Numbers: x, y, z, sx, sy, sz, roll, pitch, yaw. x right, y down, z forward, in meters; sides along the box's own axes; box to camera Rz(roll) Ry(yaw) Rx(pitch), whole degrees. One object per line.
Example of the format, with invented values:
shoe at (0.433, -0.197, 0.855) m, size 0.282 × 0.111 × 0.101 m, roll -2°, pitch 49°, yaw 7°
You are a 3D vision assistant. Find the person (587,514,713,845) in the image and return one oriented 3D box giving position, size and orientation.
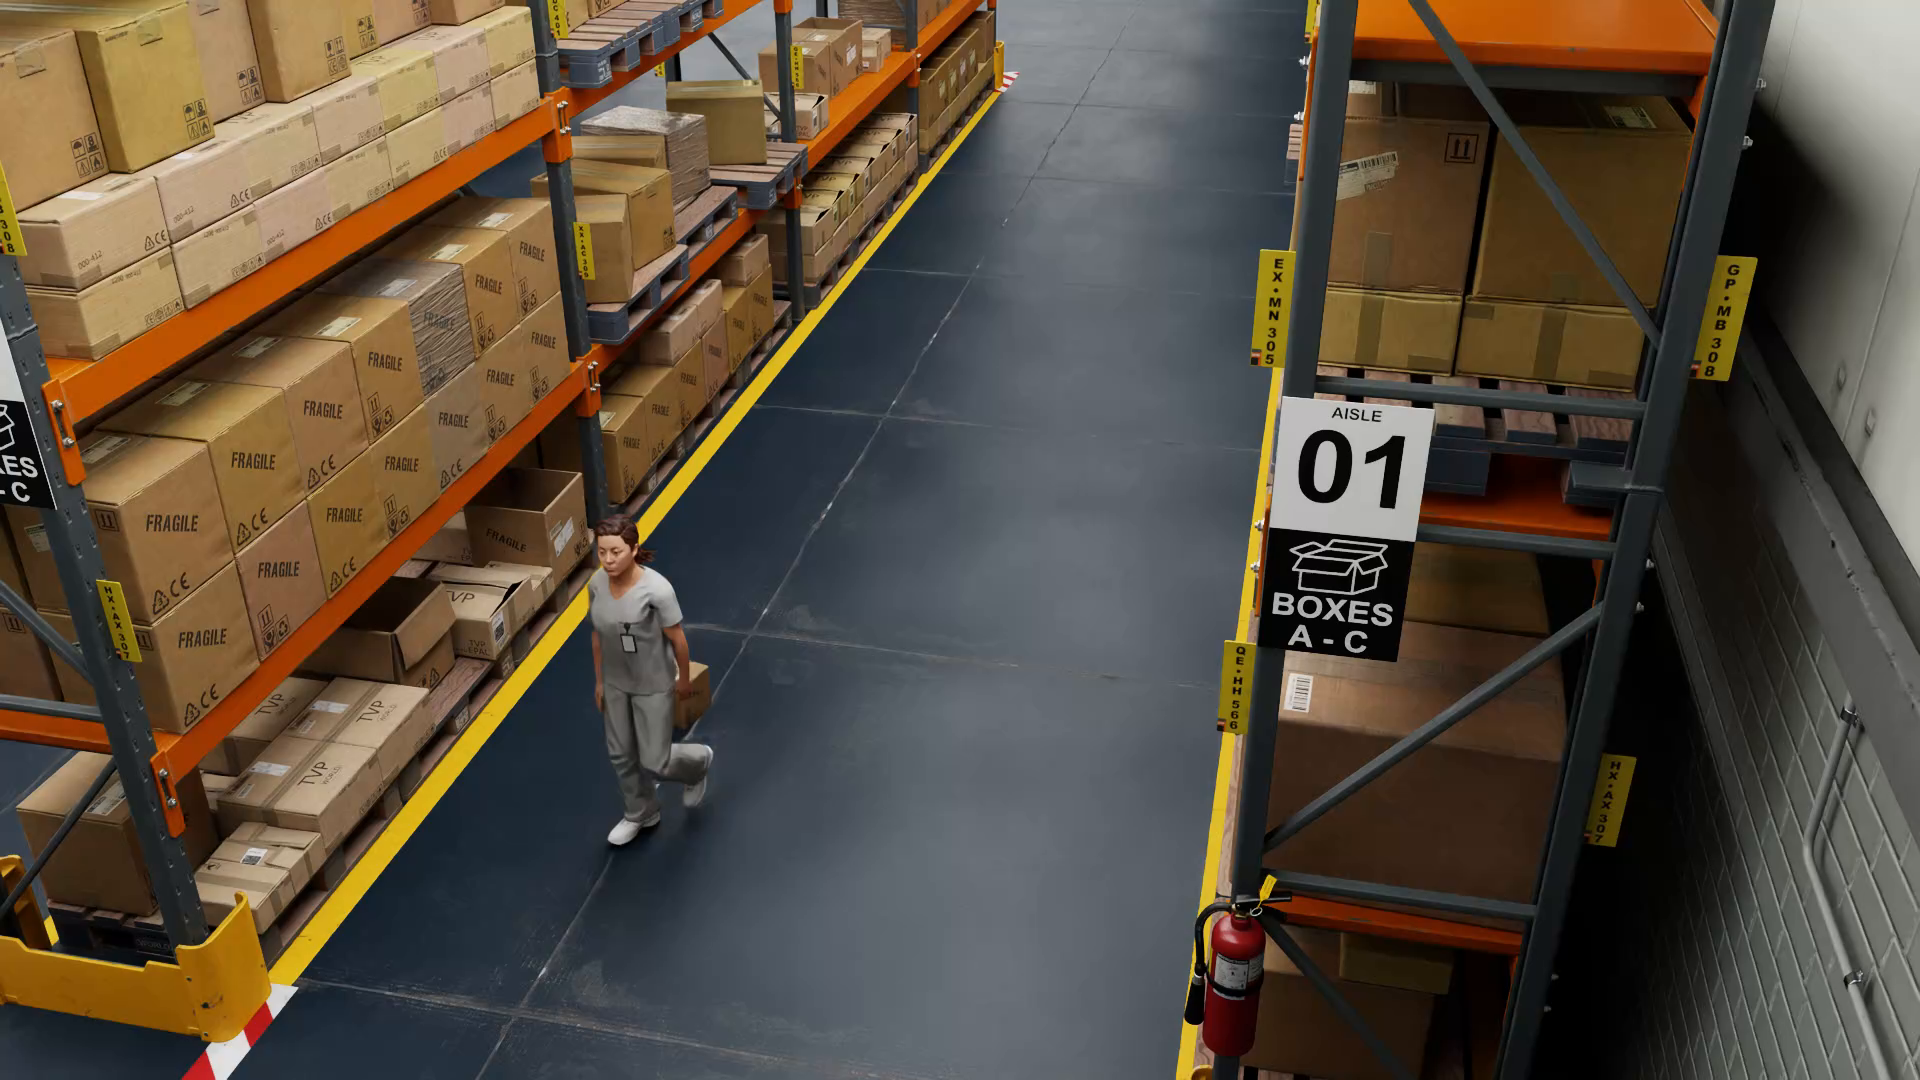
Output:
person at (-1.405, 0.608, 7.488) m, size 0.449 × 1.654 × 0.557 m, roll 13°, pitch 31°, yaw 22°
